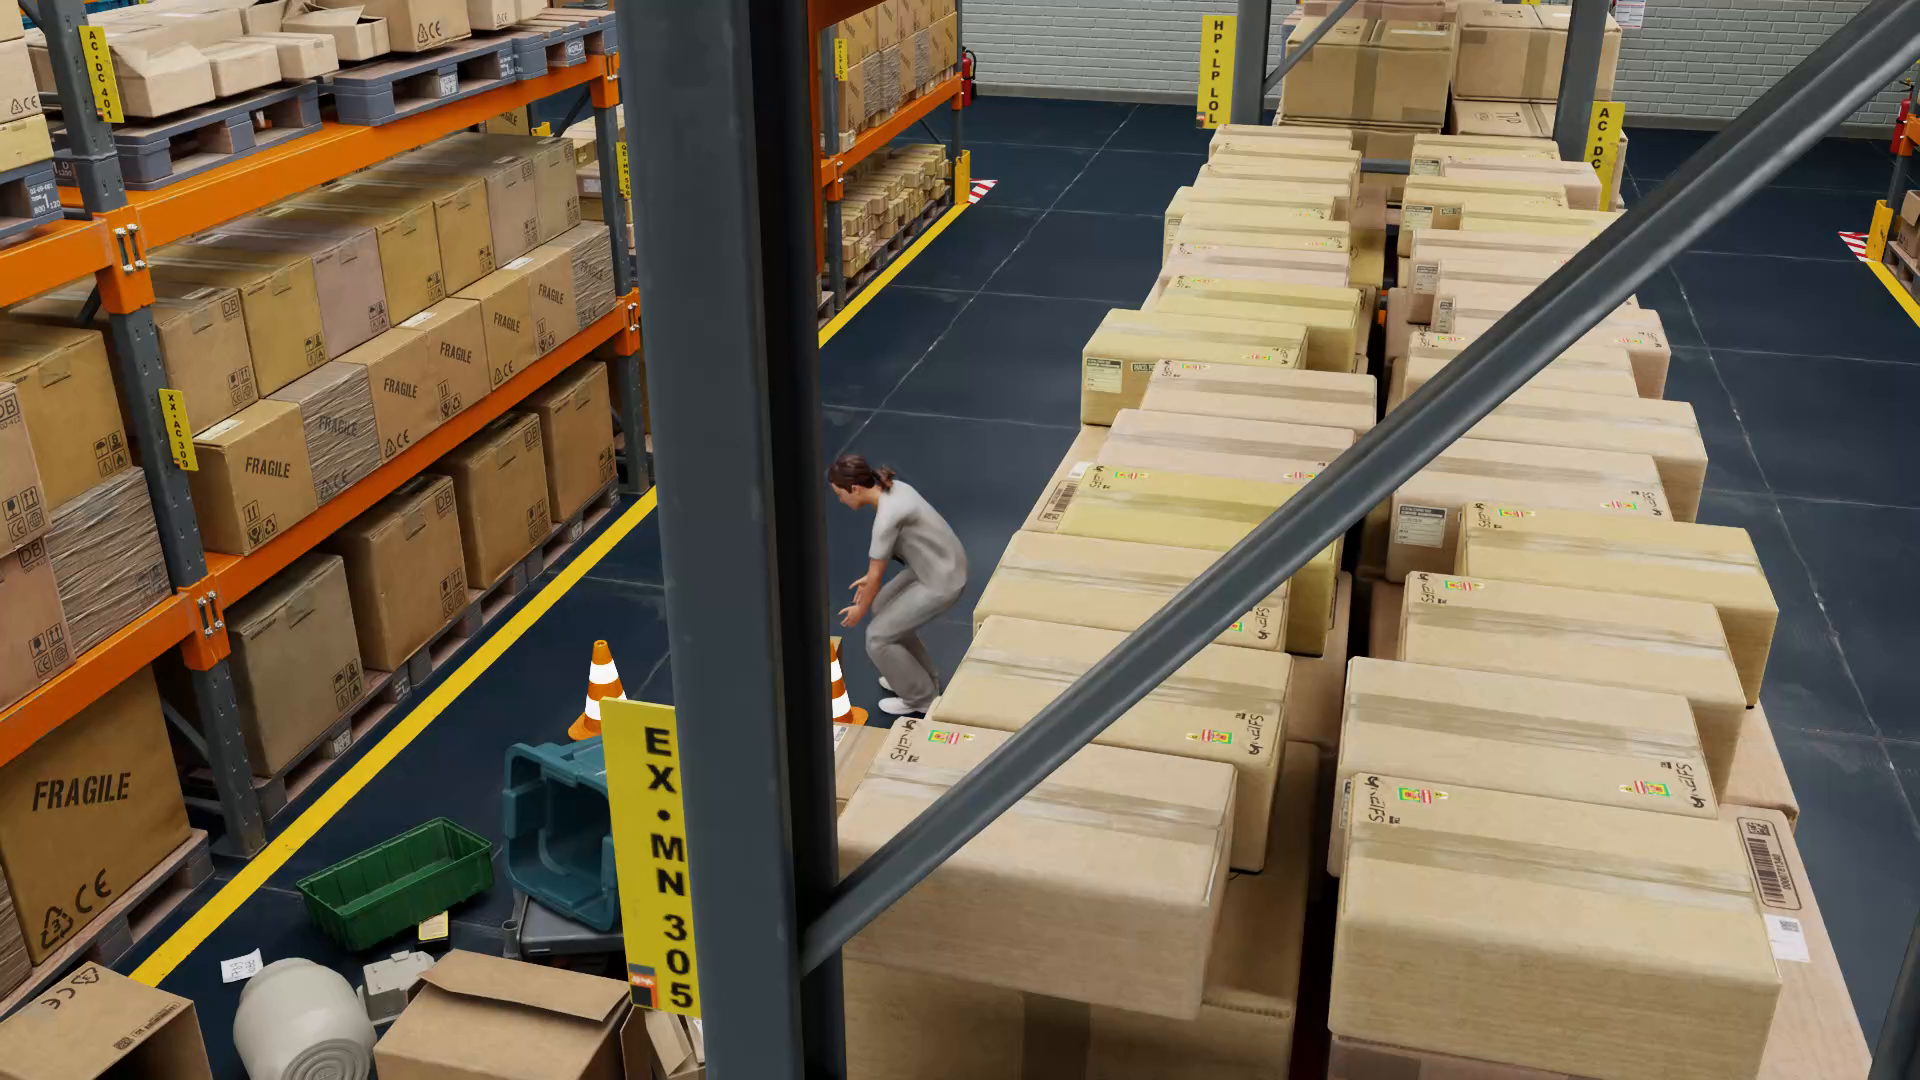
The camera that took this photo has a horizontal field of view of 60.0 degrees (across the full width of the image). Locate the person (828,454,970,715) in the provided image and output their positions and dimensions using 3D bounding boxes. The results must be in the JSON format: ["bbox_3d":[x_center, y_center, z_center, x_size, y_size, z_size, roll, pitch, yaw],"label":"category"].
[{"bbox_3d":[-0.292,0.213,8.068,0.667,1.333,0.491,2,26,5],"label":"person"}]
